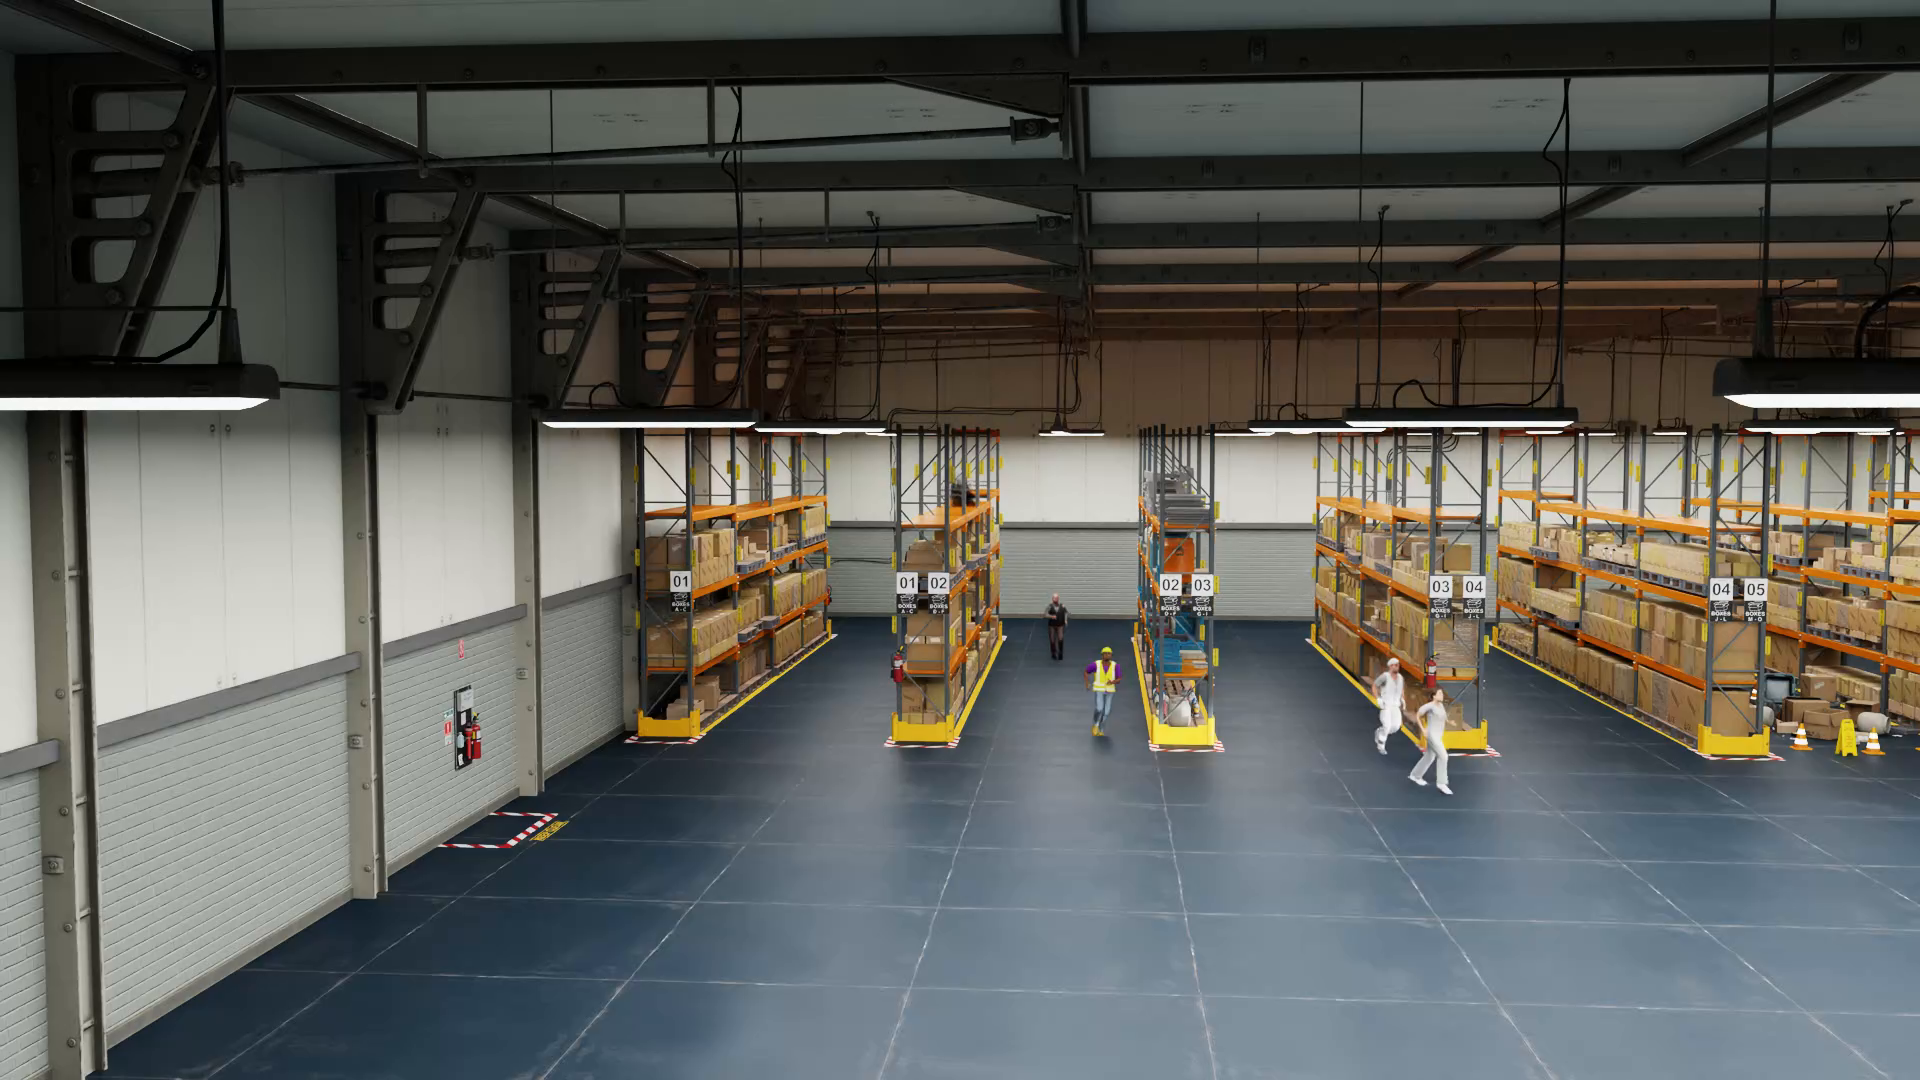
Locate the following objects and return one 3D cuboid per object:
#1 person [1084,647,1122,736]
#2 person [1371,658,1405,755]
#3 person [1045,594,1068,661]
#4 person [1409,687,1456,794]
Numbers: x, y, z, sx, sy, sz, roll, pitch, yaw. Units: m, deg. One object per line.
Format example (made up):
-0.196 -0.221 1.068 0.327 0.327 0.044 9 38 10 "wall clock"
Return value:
2.770 2.913 31.935 0.689 1.720 0.636 -1 4 -9 "person"
7.836 3.018 30.411 0.709 1.732 0.575 -1 4 -19 "person"
2.493 2.256 42.916 0.628 1.725 0.694 0 3 1 "person"
7.704 3.238 27.130 0.777 1.716 0.554 3 4 37 "person"
